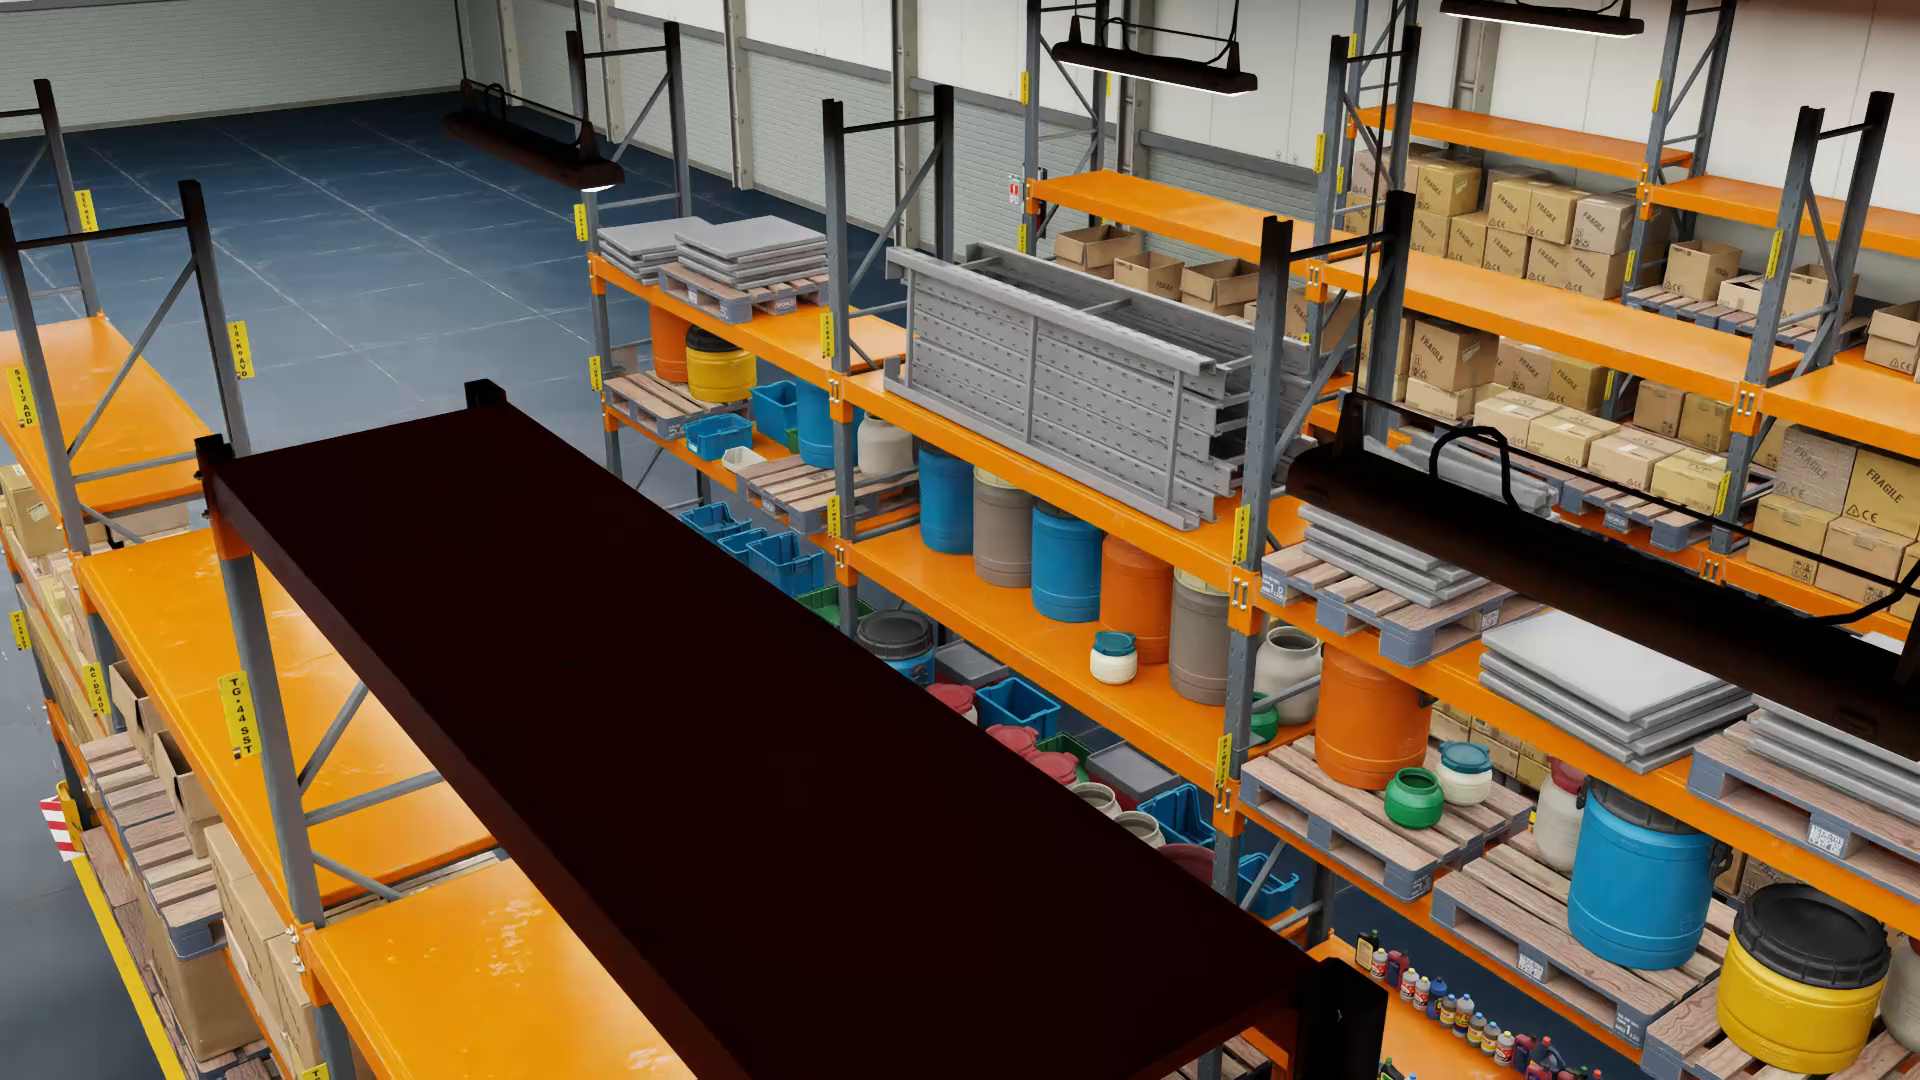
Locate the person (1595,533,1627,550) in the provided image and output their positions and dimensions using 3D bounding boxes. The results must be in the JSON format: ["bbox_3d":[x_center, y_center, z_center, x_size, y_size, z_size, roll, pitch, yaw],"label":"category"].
[{"bbox_3d":[6.890,-0.118,17.296,0.492,1.578,0.947,-22,33,-39],"label":"person"}]
